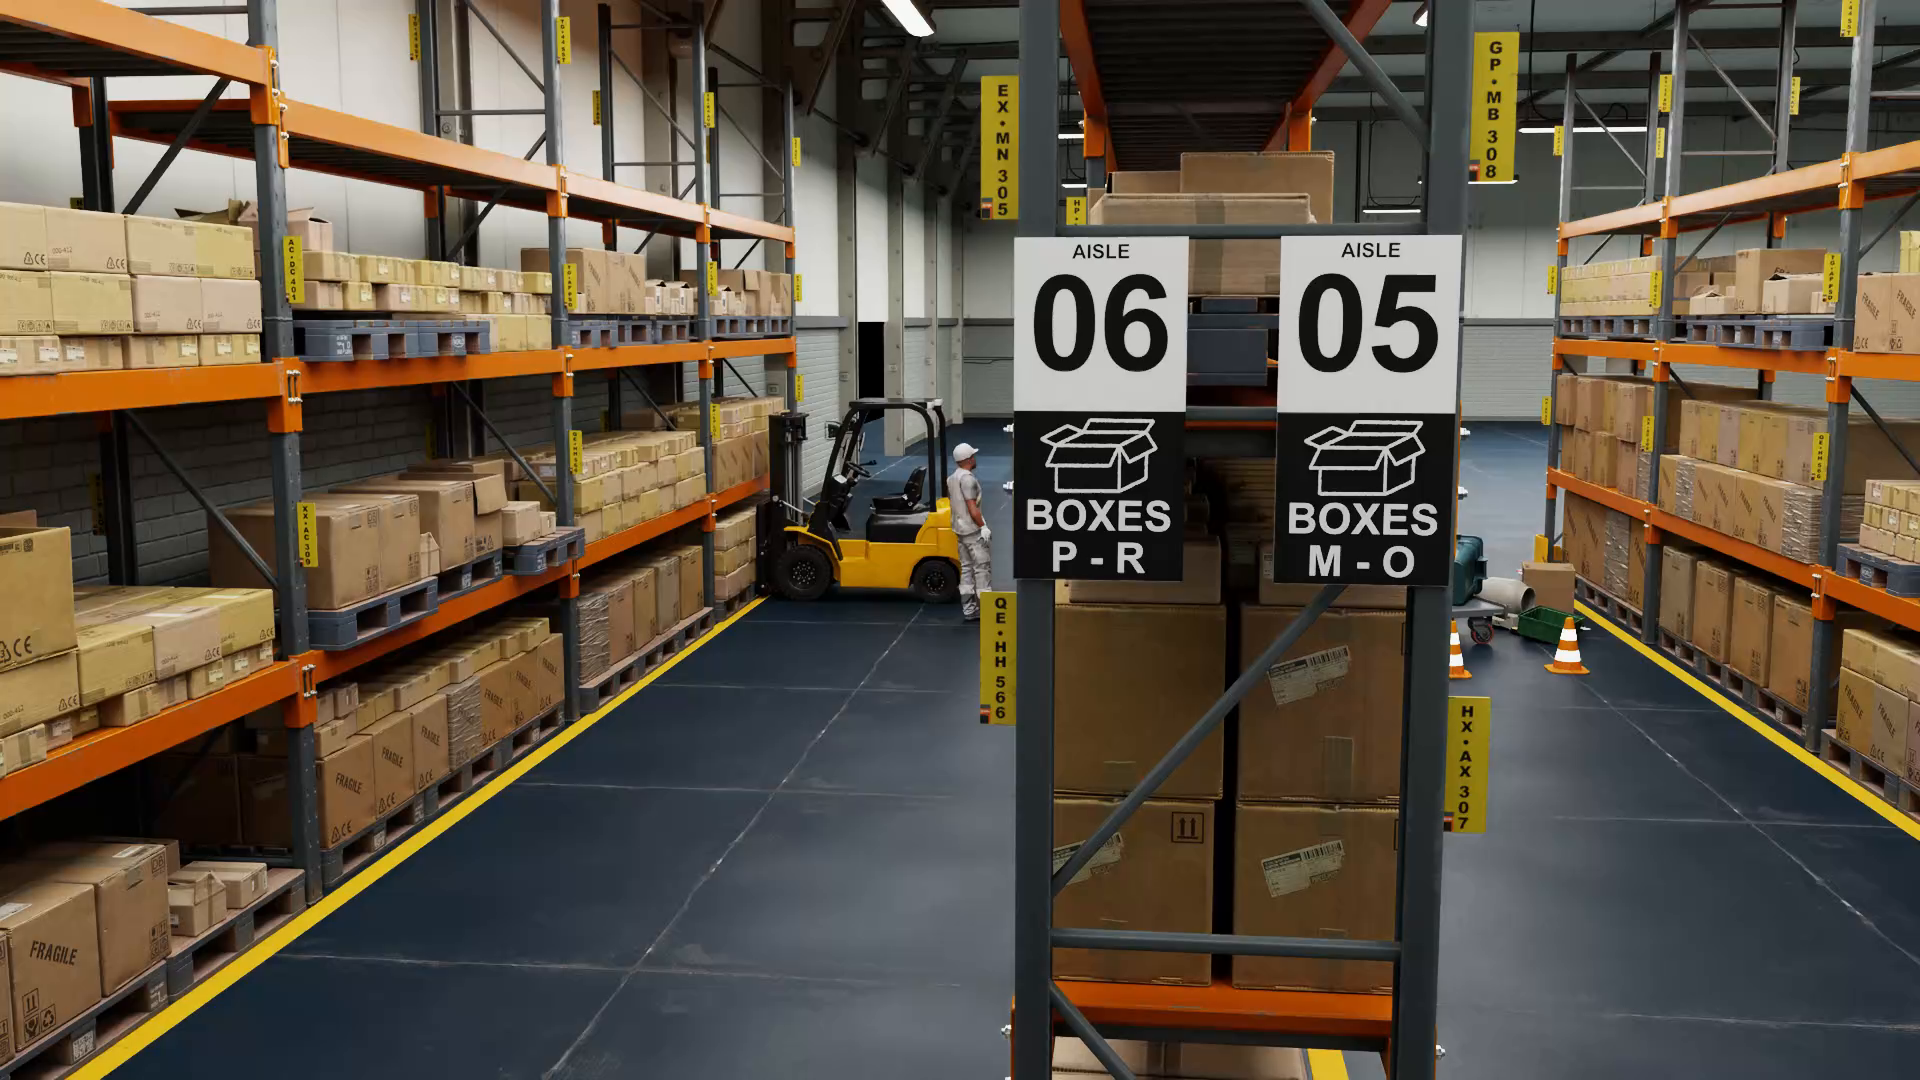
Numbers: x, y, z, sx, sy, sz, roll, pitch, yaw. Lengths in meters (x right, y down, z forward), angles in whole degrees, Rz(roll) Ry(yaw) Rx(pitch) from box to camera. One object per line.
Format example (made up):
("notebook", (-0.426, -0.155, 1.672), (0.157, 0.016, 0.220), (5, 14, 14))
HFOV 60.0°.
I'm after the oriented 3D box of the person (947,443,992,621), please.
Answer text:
("person", (0.180, -0.081, 16.739), (0.563, 1.789, 0.638), (-3, 8, -23))
